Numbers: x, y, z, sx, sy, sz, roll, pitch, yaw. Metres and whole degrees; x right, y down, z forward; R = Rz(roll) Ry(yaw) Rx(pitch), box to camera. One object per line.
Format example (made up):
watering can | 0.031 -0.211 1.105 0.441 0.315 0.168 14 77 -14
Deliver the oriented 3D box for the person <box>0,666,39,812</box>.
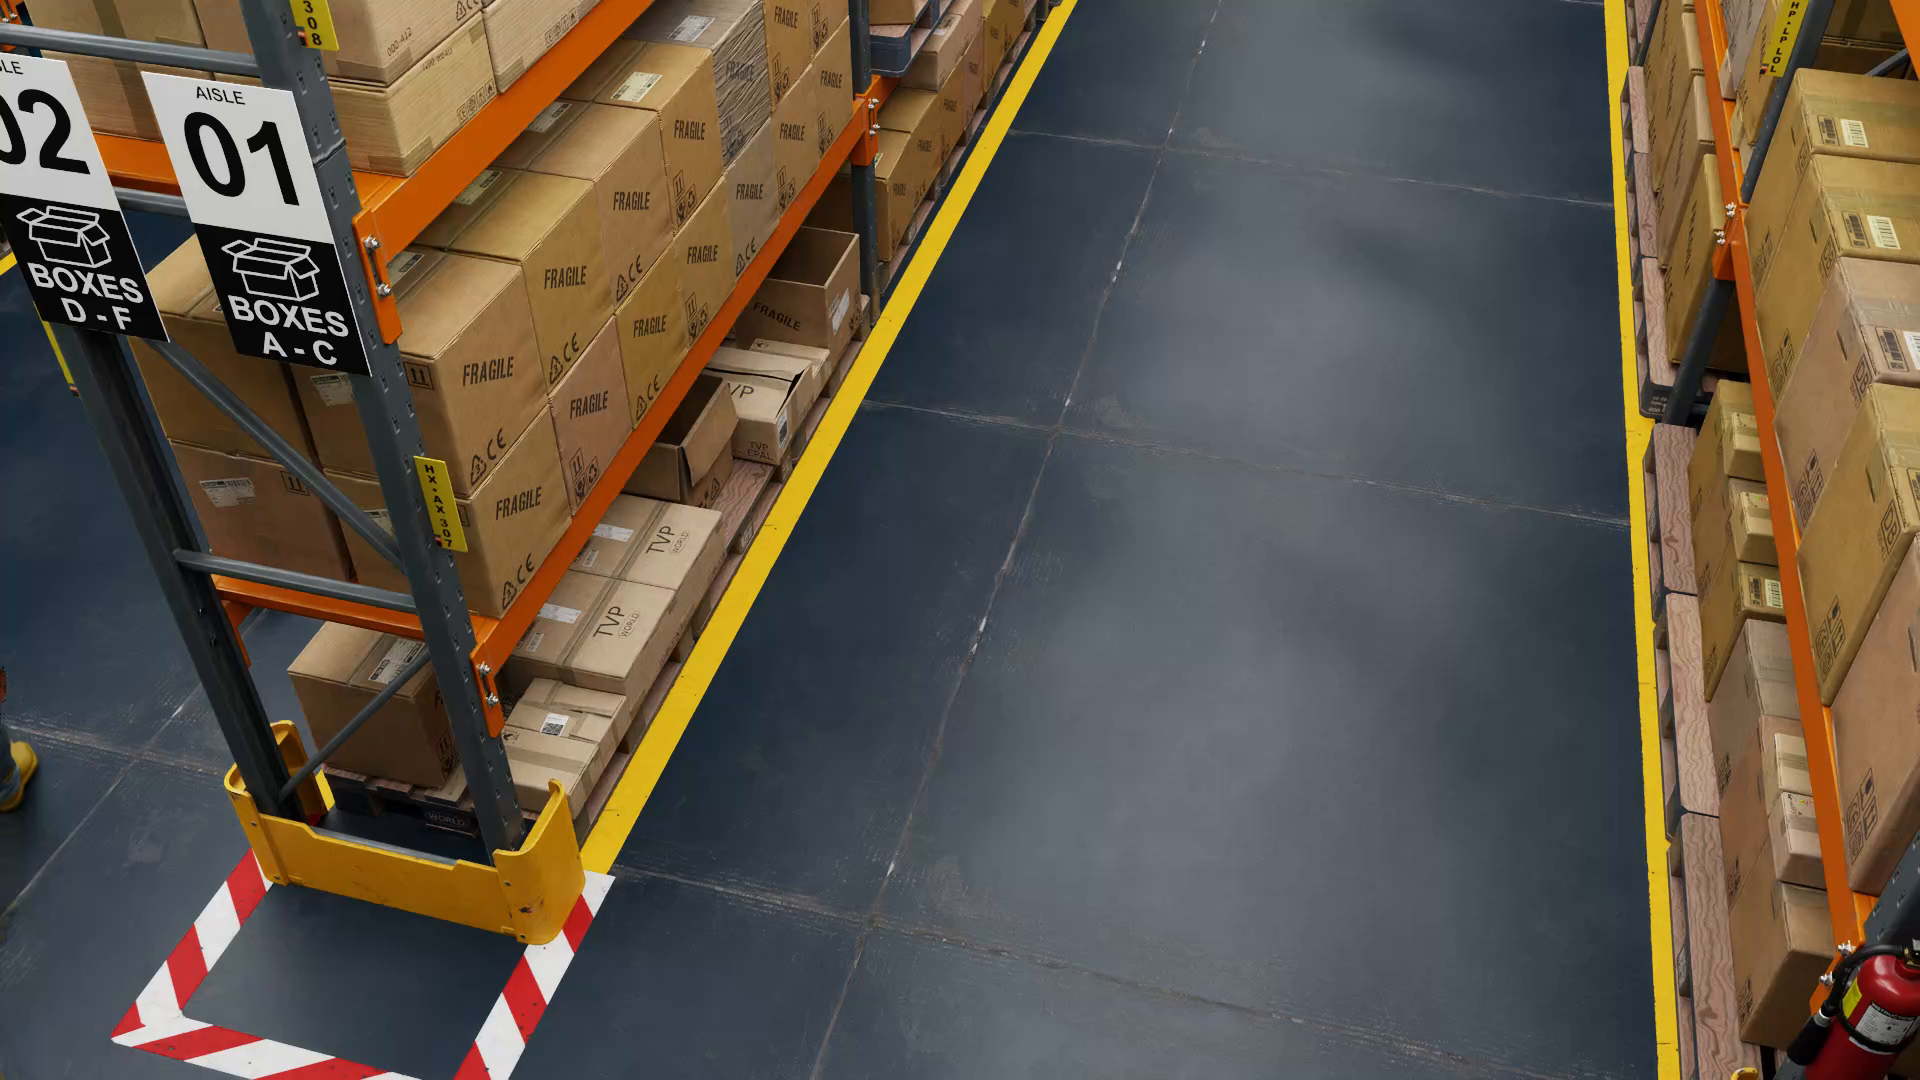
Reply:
person | -3.579 0.426 5.645 0.592 1.746 0.784 -7 41 -8
